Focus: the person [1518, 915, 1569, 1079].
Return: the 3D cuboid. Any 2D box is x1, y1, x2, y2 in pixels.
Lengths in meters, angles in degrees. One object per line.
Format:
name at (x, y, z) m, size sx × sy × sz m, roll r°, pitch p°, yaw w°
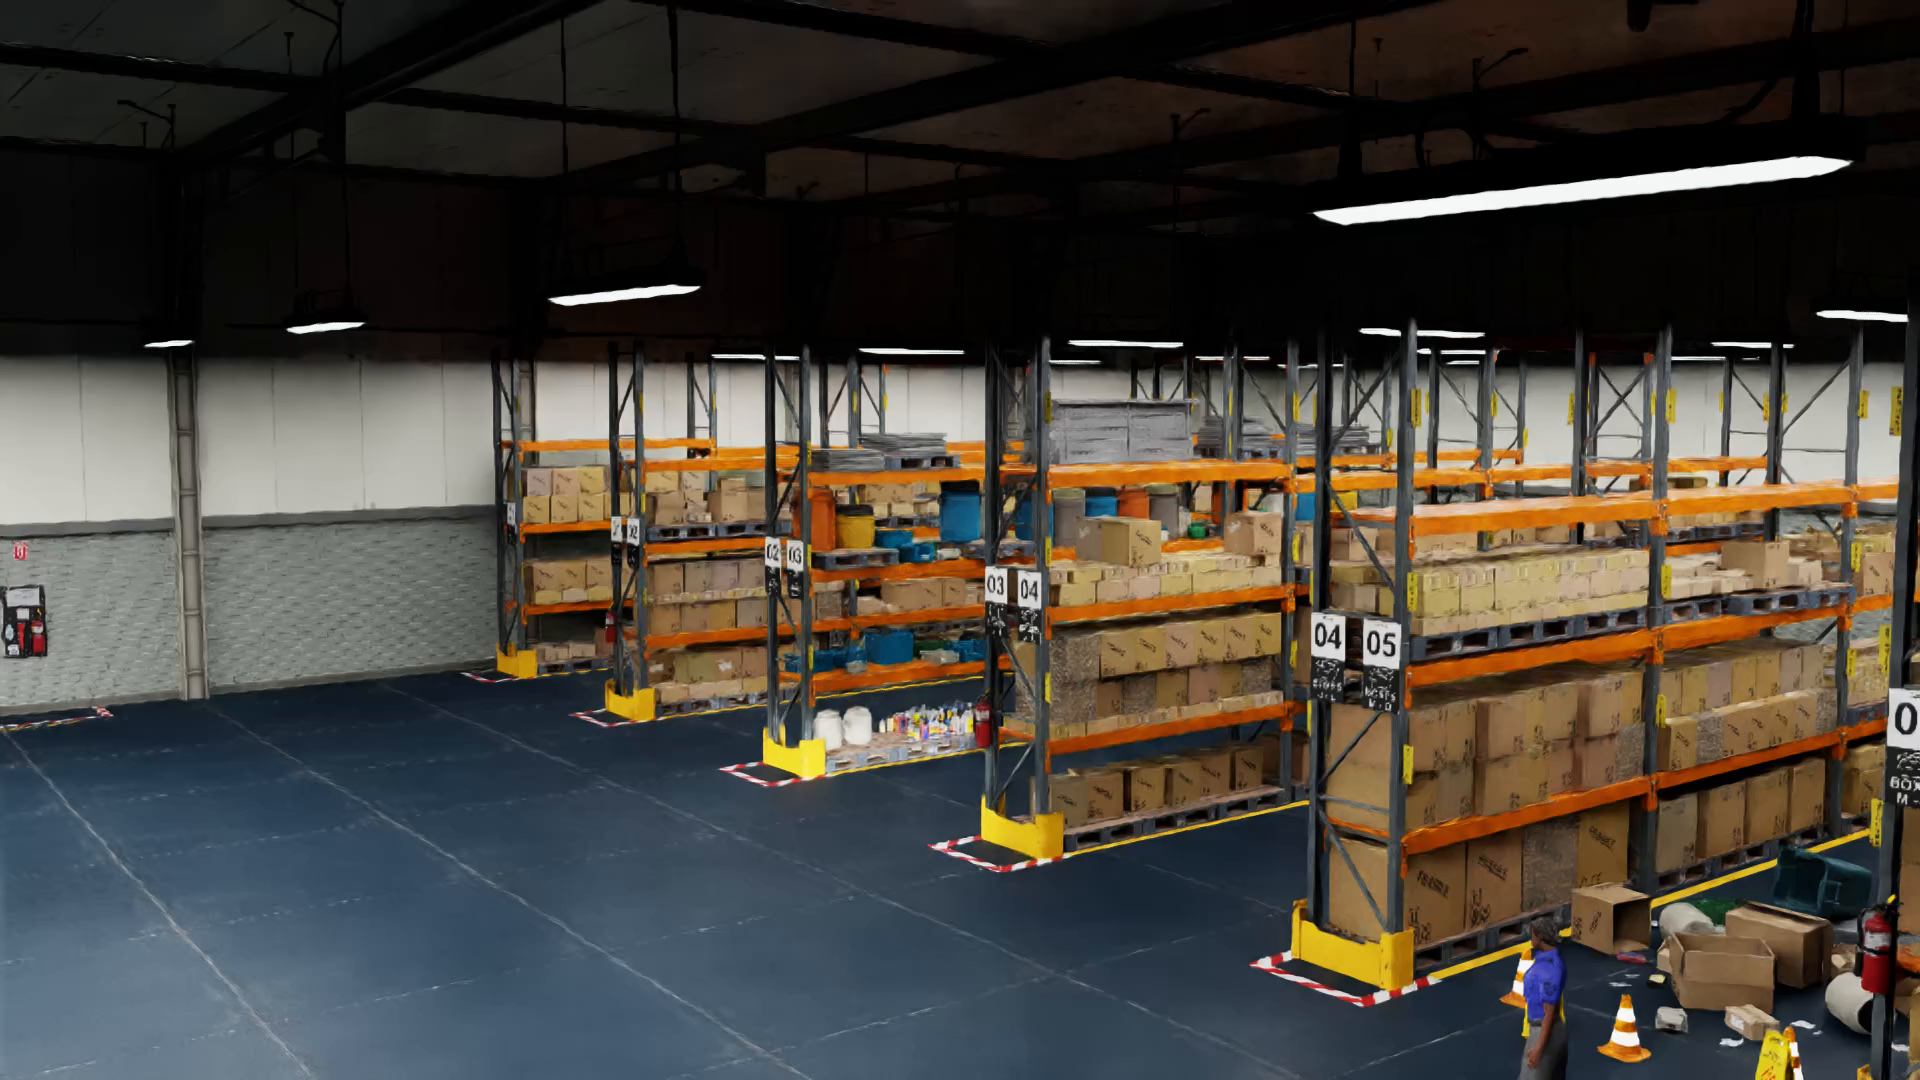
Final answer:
person at (3.974, 3.363, 11.135) m, size 0.429 × 1.637 × 0.619 m, roll 2°, pitch 5°, yaw 20°
